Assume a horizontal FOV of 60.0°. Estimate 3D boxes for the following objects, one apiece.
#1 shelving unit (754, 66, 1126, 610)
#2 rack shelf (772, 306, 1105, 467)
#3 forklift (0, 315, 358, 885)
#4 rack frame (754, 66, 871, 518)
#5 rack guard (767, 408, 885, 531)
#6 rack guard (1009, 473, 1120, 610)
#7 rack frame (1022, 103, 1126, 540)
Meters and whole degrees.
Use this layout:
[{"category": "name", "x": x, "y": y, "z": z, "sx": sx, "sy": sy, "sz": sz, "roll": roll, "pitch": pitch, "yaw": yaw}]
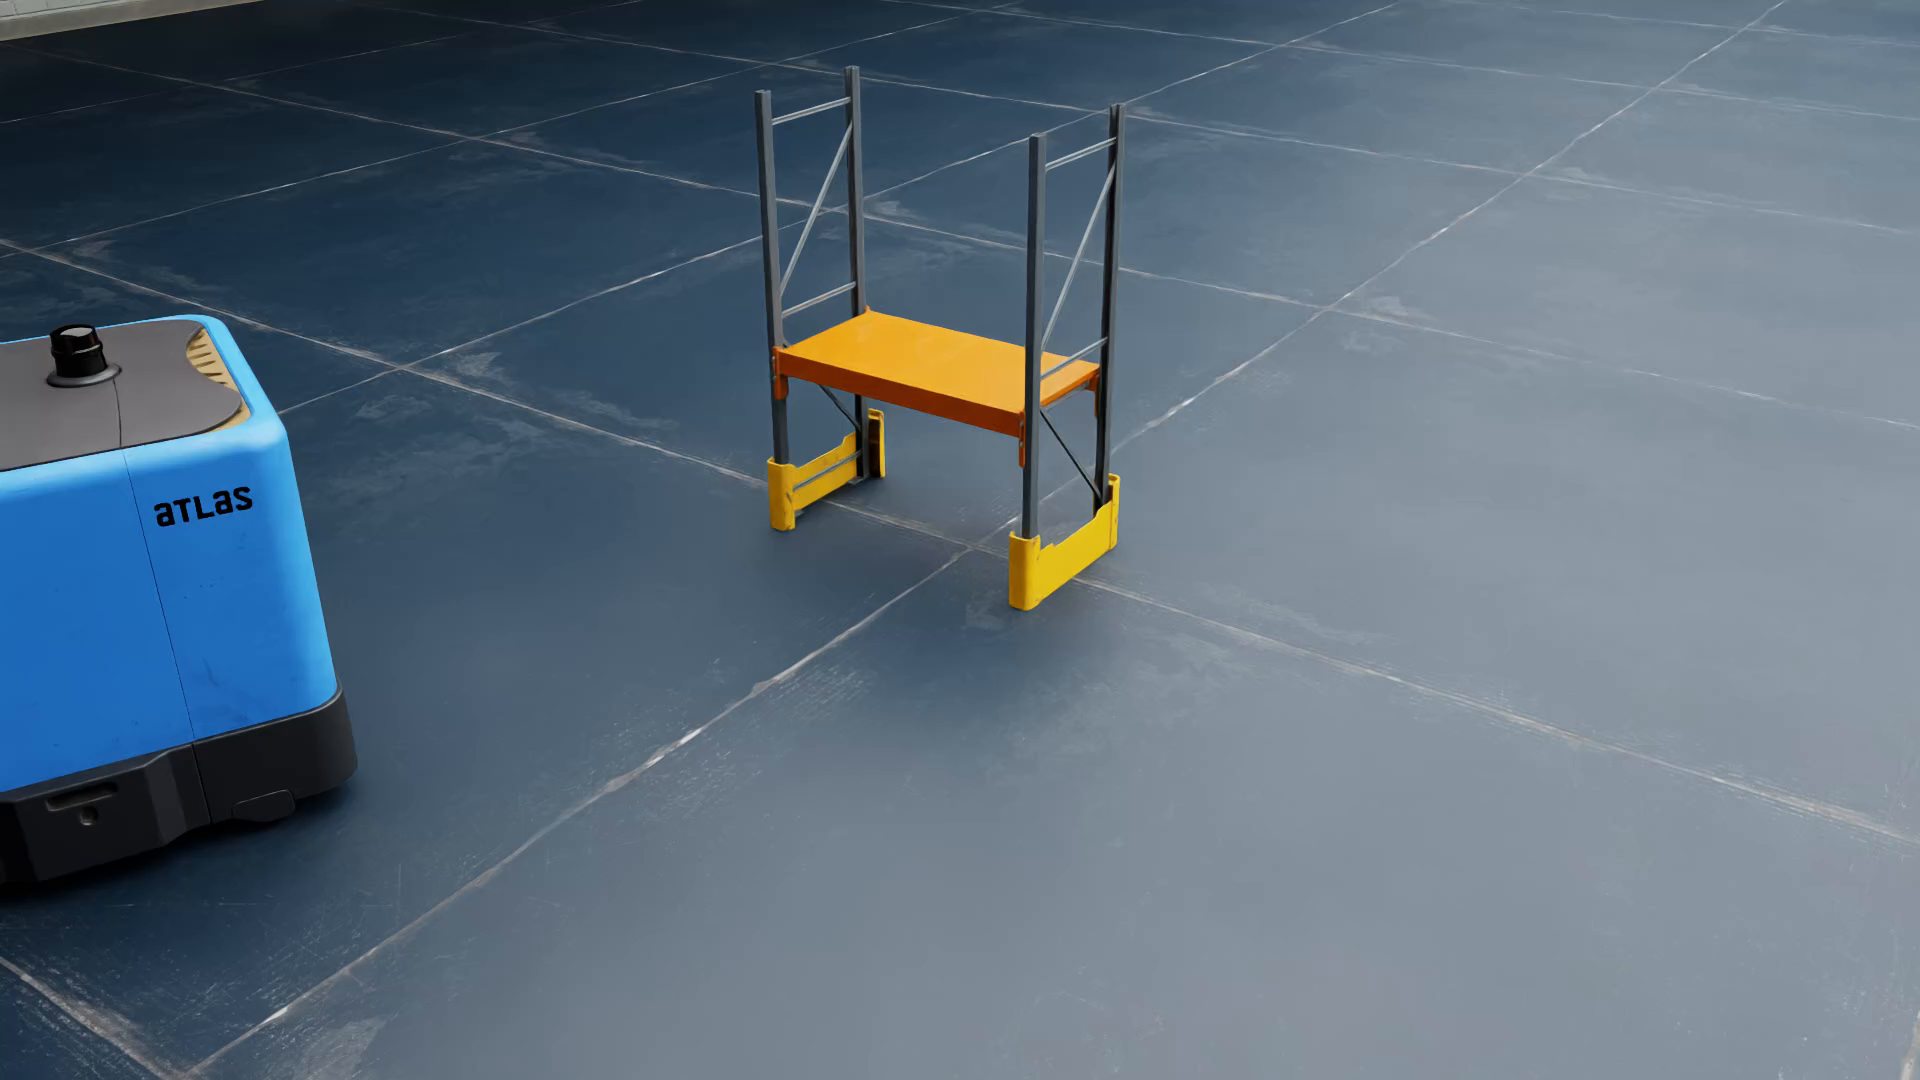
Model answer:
[{"category": "shelving unit", "x": -0.063, "y": -0.688, "z": 5.448, "sx": 1.083, "sy": 1.500, "sz": 0.587, "roll": 17, "pitch": 32, "yaw": 30}, {"category": "rack shelf", "x": -0.070, "y": -0.530, "z": 5.534, "sx": 1.000, "sy": 0.185, "sz": 0.538, "roll": 17, "pitch": 32, "yaw": 30}, {"category": "forklift", "x": -3.127, "y": -0.470, "z": 3.442, "sx": 3.031, "sy": 2.935, "sz": 1.130, "roll": -15, "pitch": 31, "yaw": -27}, {"category": "rack frame", "x": -0.489, "y": -0.821, "z": 5.709, "sx": 0.032, "sy": 1.500, "sz": 0.500, "roll": 17, "pitch": 32, "yaw": 30}, {"category": "rack guard", "x": -0.473, "y": -0.259, "z": 5.983, "sx": 0.087, "sy": 0.250, "sz": 0.587, "roll": 17, "pitch": 32, "yaw": 30}, {"category": "rack guard", "x": 0.348, "y": -0.003, "z": 5.480, "sx": 0.087, "sy": 0.250, "sz": 0.587, "roll": 17, "pitch": 32, "yaw": 30}, {"category": "rack frame", "x": 0.349, "y": -0.560, "z": 5.196, "sx": 0.032, "sy": 1.500, "sz": 0.500, "roll": 17, "pitch": 32, "yaw": 30}]
